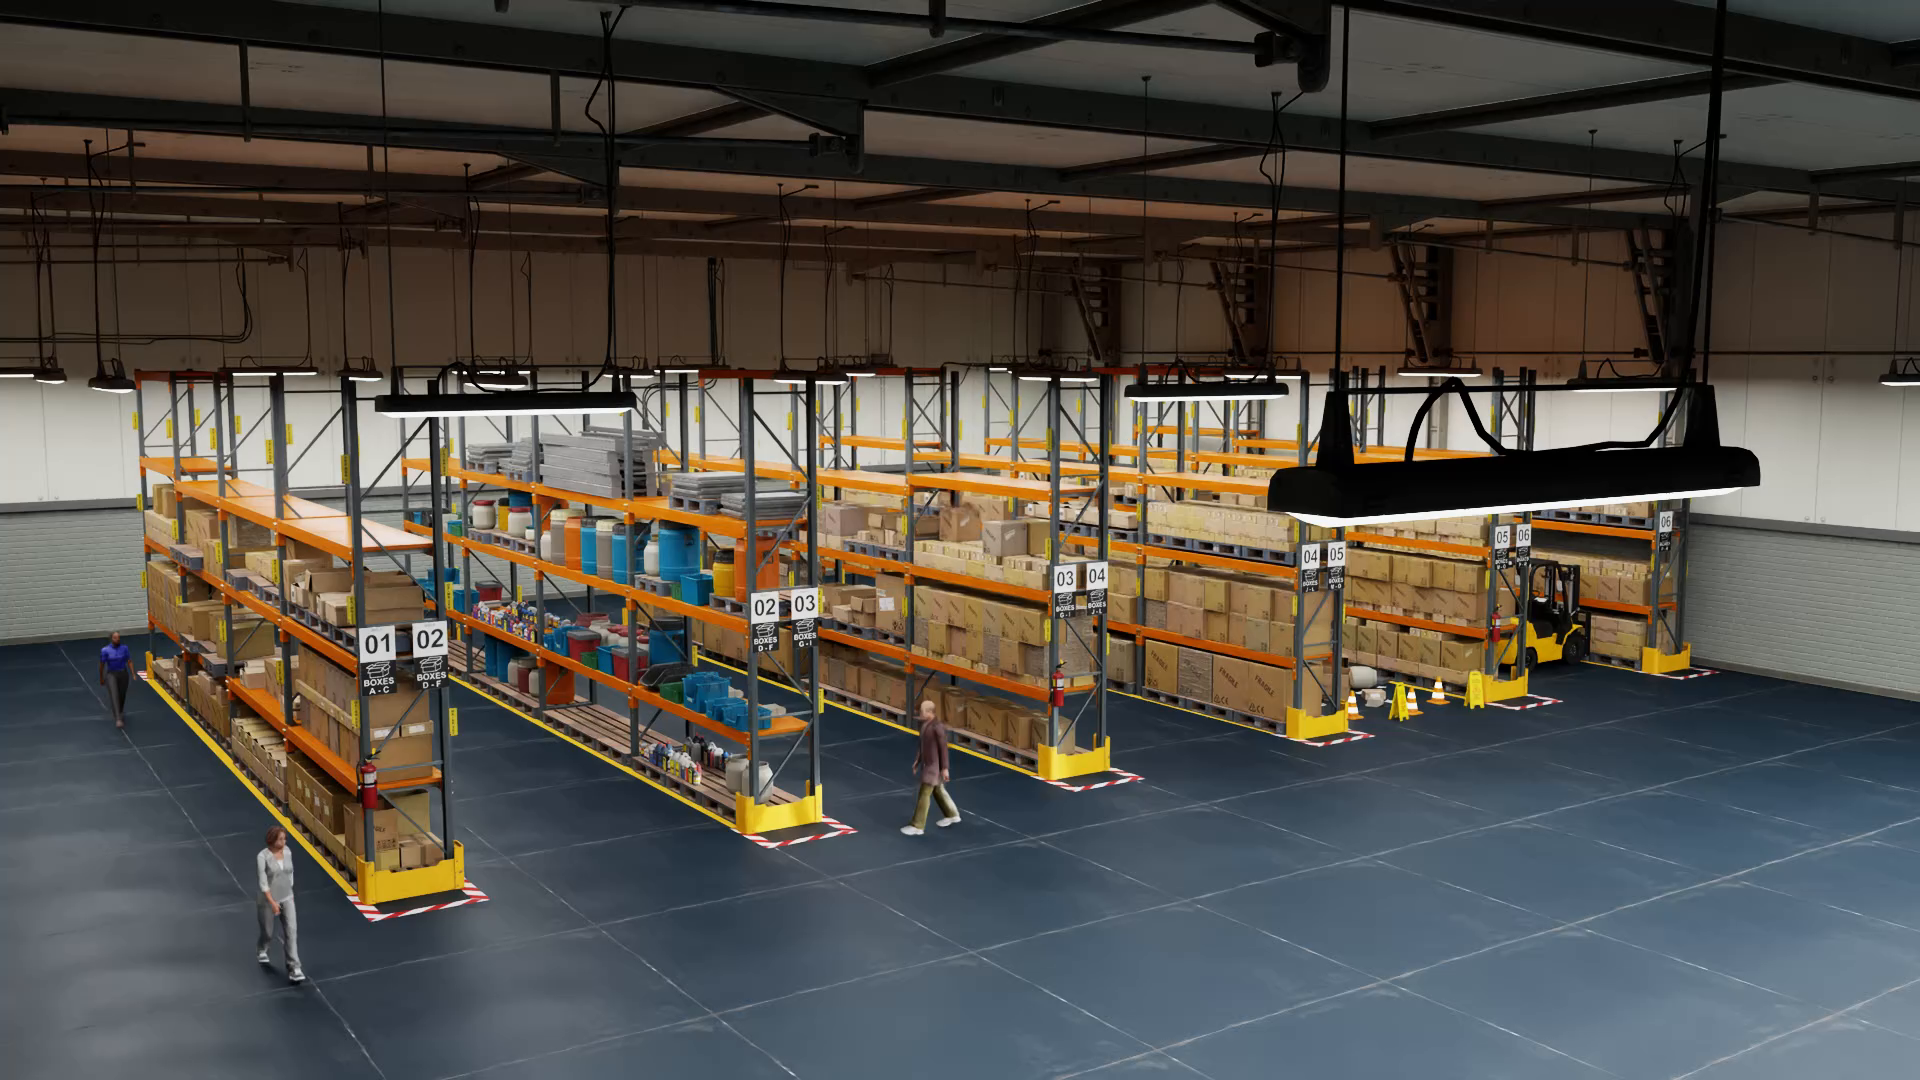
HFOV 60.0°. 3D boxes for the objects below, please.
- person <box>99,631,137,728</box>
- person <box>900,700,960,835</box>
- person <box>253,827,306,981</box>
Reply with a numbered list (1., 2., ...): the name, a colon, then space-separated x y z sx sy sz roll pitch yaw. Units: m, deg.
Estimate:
1. person: -14.341 2.327 28.312 0.540 1.597 1.009 -5 8 -36
2. person: -0.407 2.985 22.010 0.948 1.746 0.612 -2 7 -20
3. person: -6.920 3.689 16.939 0.998 1.474 0.401 6 9 44
